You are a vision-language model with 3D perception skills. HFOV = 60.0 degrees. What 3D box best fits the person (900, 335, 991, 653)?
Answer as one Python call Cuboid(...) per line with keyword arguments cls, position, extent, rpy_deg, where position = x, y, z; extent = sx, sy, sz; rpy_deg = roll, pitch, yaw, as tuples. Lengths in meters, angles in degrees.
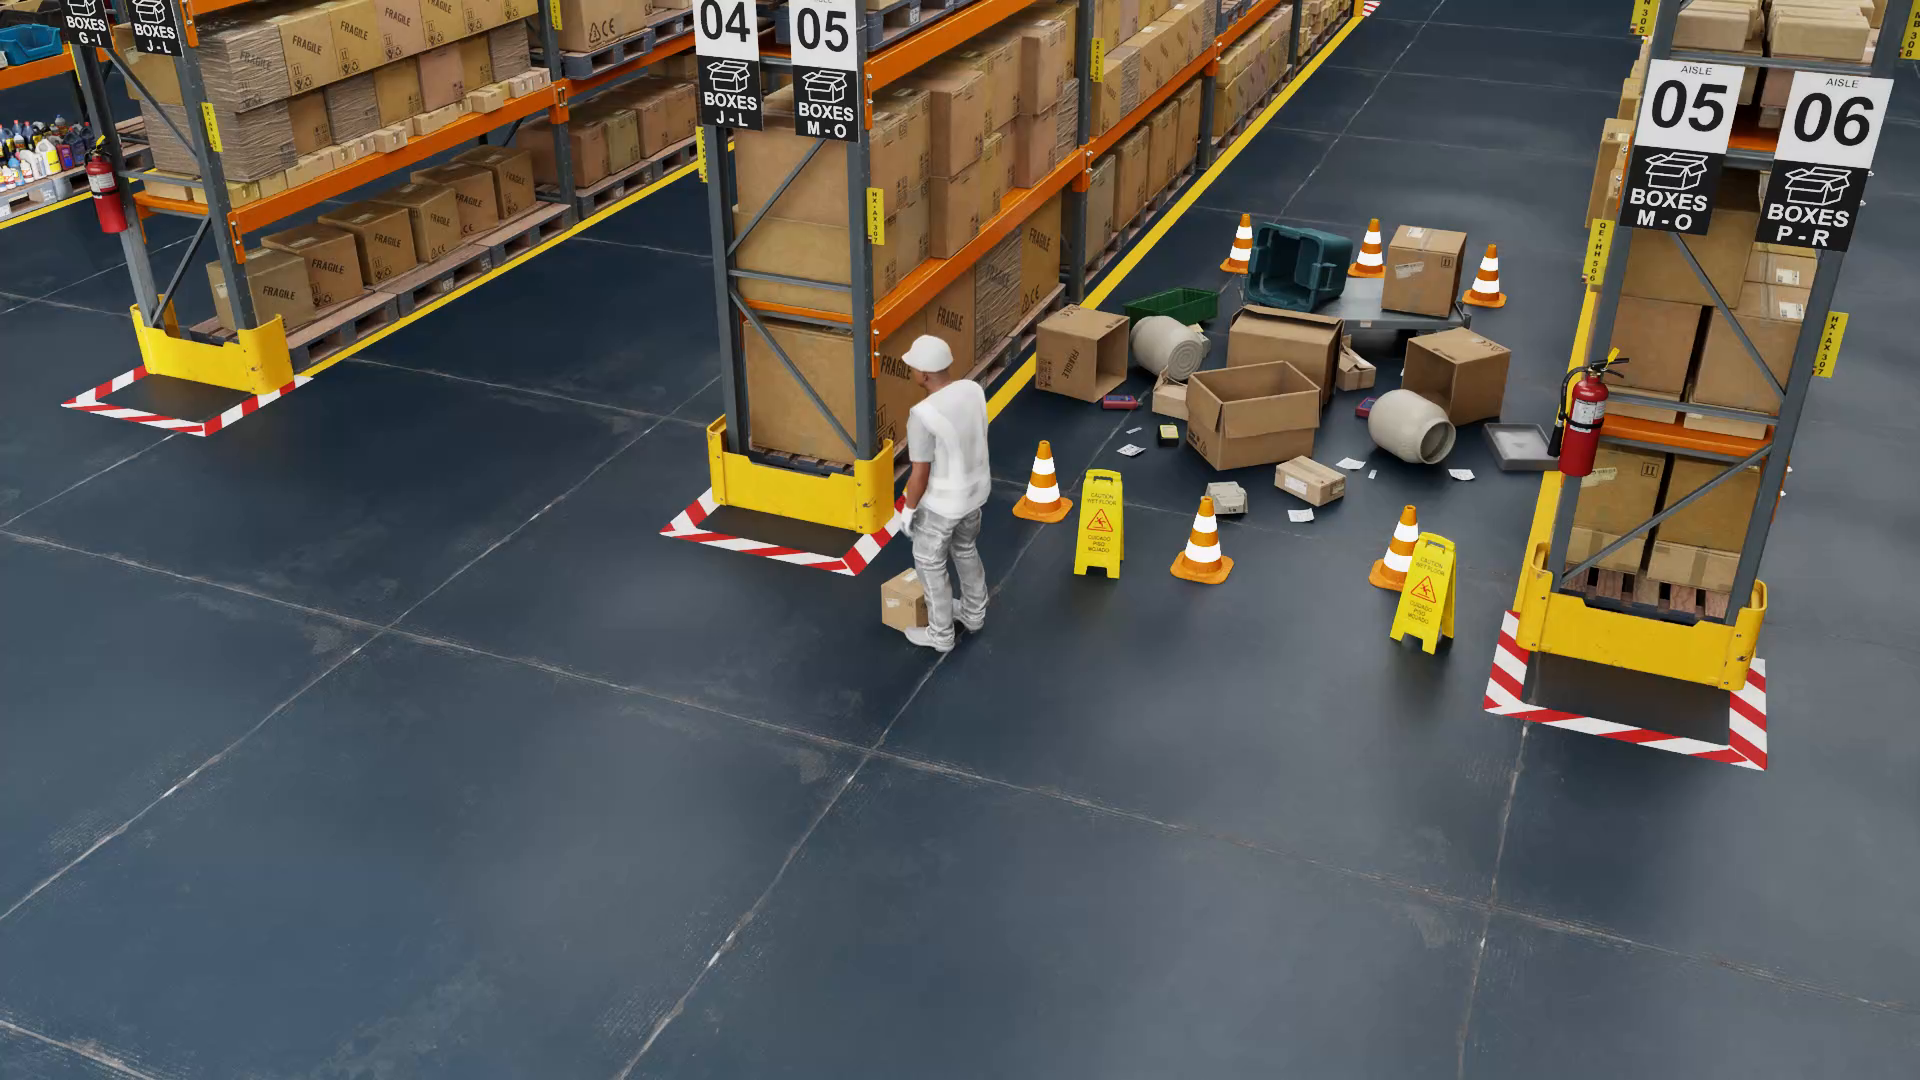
Cuboid(cls="person", position=(-0.084, -0.244, 8.824), extent=(0.453, 1.774, 0.628), rpy_deg=(22, 36, 34))
